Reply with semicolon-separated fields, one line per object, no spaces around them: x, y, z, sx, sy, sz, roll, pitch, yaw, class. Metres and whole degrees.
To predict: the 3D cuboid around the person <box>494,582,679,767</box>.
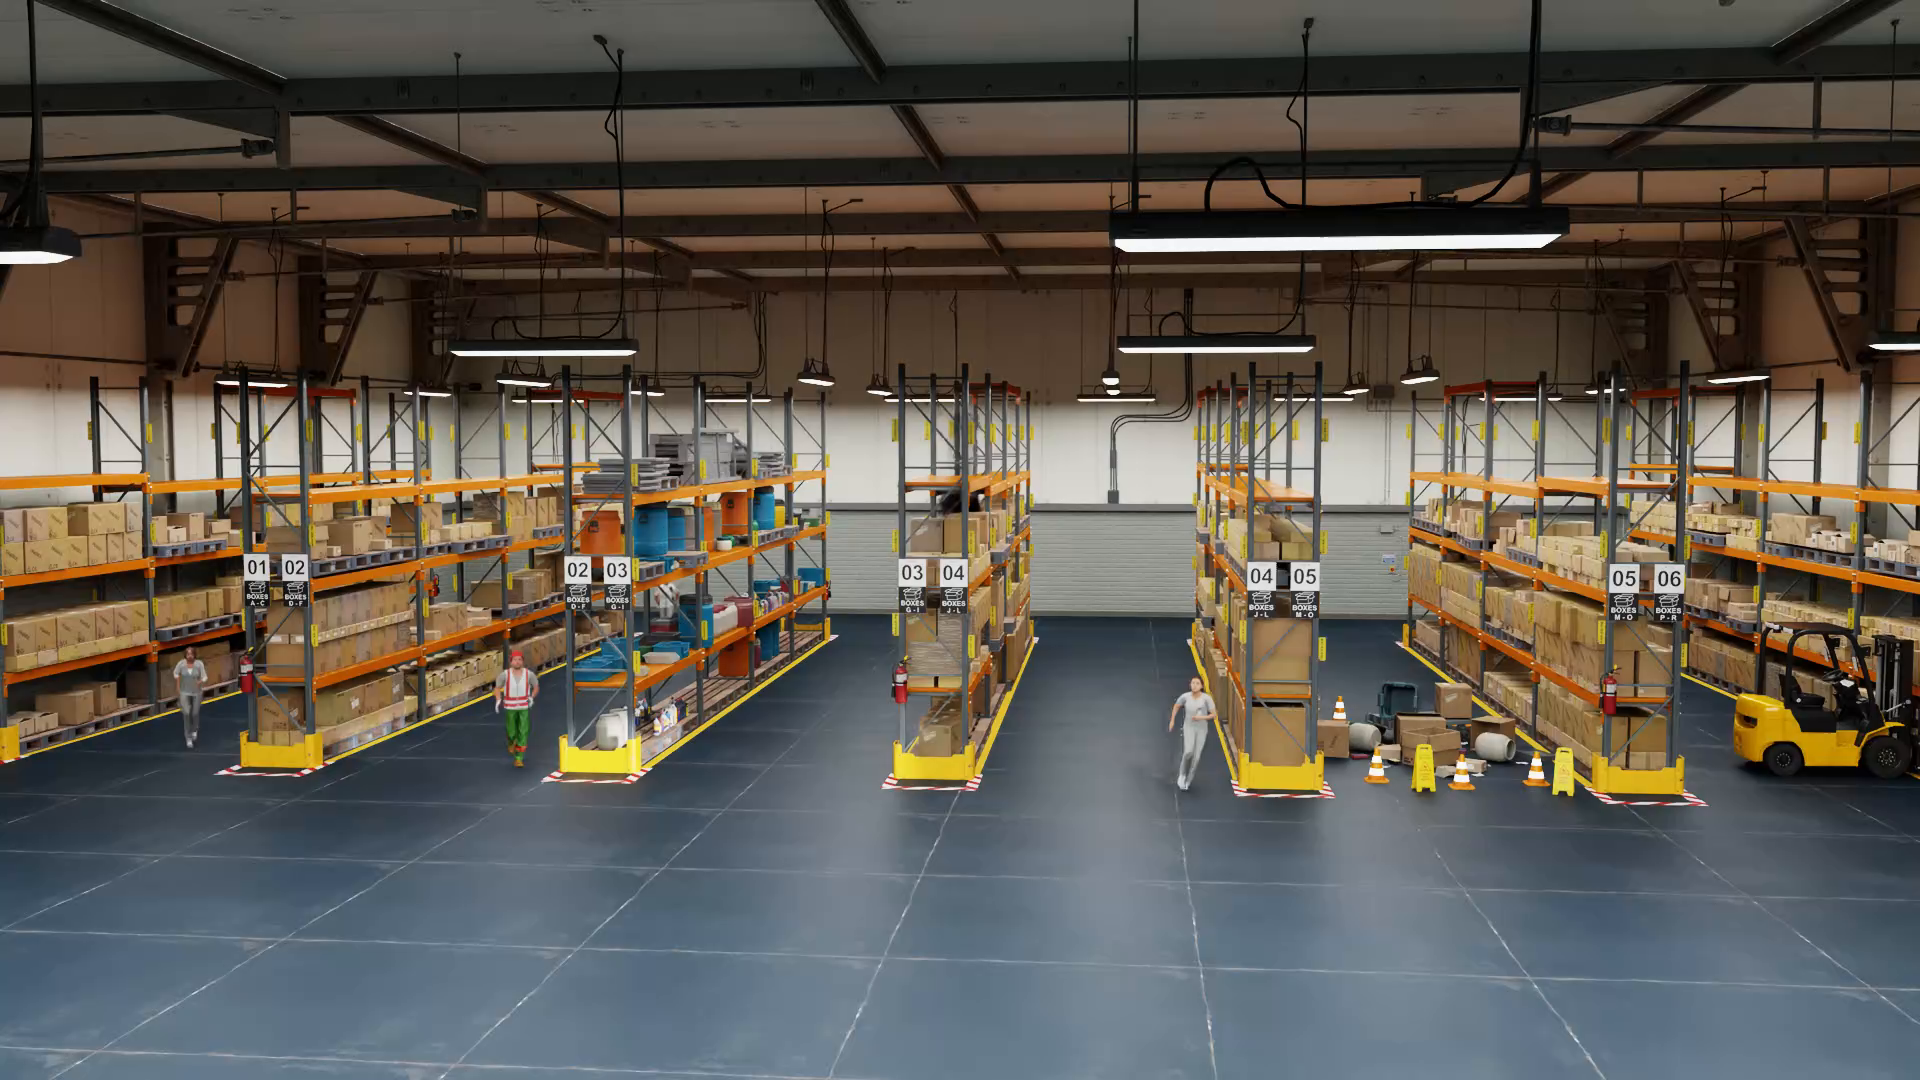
-6.848;2.056;32.476;5.031;1.738;14.840;-1;4;-18;person

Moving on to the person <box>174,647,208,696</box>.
-12.260;2.098;26.518;0.474;0.801;0.590;-2;4;-30;person

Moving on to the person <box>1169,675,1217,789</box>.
3.261;2.697;23.273;0.638;1.627;0.590;0;4;3;person

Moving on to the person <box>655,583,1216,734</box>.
-1.874;2.154;31.750;9.067;1.697;18.345;0;4;-6;person
